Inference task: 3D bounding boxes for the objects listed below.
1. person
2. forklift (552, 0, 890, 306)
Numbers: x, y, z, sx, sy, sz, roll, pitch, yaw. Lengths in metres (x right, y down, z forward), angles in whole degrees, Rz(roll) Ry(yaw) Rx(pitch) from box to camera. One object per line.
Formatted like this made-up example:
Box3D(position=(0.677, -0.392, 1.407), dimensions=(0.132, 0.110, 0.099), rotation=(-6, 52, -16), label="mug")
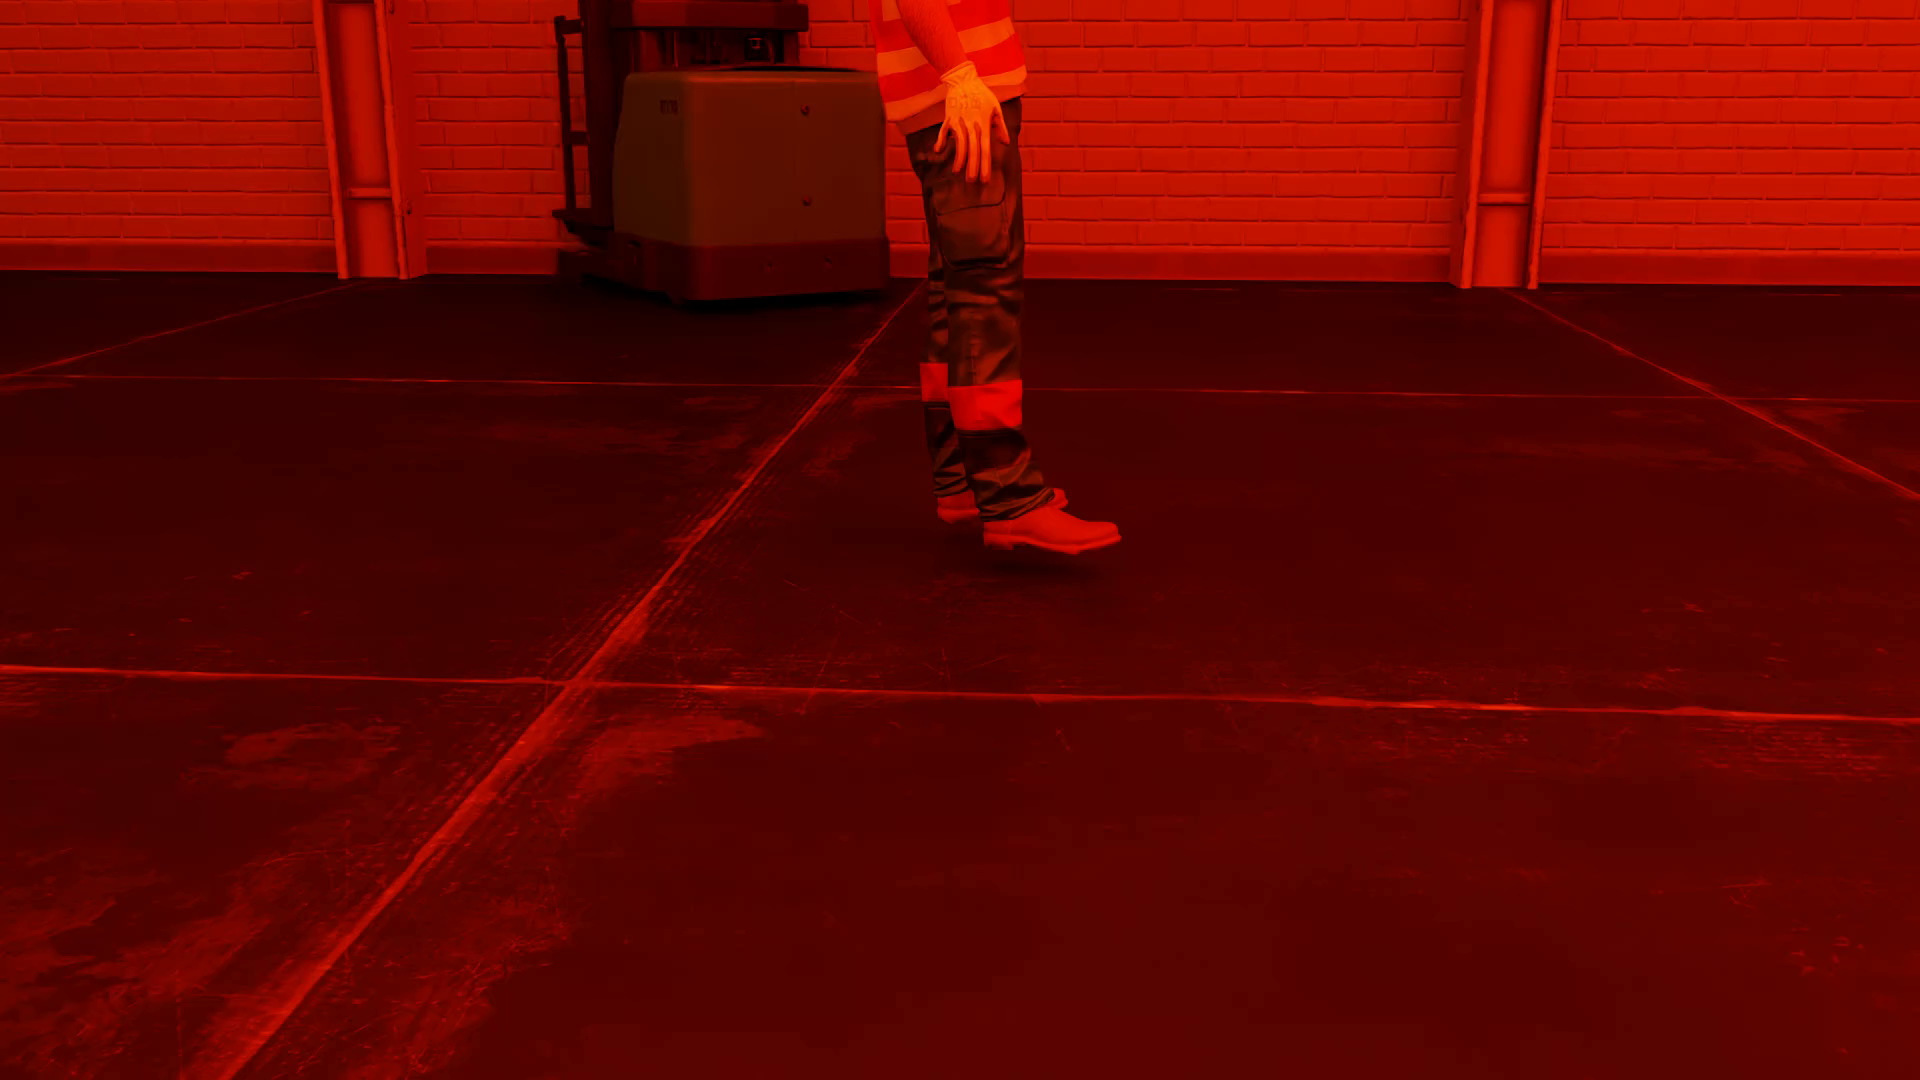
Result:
Box3D(position=(0.078, -0.905, 3.549), dimensions=(0.564, 1.787, 0.637), rotation=(1, 15, 4), label="person")
Box3D(position=(-1.521, -2.832, 8.648), dimensions=(1.130, 2.935, 3.031), rotation=(-9, 18, -29), label="forklift")
